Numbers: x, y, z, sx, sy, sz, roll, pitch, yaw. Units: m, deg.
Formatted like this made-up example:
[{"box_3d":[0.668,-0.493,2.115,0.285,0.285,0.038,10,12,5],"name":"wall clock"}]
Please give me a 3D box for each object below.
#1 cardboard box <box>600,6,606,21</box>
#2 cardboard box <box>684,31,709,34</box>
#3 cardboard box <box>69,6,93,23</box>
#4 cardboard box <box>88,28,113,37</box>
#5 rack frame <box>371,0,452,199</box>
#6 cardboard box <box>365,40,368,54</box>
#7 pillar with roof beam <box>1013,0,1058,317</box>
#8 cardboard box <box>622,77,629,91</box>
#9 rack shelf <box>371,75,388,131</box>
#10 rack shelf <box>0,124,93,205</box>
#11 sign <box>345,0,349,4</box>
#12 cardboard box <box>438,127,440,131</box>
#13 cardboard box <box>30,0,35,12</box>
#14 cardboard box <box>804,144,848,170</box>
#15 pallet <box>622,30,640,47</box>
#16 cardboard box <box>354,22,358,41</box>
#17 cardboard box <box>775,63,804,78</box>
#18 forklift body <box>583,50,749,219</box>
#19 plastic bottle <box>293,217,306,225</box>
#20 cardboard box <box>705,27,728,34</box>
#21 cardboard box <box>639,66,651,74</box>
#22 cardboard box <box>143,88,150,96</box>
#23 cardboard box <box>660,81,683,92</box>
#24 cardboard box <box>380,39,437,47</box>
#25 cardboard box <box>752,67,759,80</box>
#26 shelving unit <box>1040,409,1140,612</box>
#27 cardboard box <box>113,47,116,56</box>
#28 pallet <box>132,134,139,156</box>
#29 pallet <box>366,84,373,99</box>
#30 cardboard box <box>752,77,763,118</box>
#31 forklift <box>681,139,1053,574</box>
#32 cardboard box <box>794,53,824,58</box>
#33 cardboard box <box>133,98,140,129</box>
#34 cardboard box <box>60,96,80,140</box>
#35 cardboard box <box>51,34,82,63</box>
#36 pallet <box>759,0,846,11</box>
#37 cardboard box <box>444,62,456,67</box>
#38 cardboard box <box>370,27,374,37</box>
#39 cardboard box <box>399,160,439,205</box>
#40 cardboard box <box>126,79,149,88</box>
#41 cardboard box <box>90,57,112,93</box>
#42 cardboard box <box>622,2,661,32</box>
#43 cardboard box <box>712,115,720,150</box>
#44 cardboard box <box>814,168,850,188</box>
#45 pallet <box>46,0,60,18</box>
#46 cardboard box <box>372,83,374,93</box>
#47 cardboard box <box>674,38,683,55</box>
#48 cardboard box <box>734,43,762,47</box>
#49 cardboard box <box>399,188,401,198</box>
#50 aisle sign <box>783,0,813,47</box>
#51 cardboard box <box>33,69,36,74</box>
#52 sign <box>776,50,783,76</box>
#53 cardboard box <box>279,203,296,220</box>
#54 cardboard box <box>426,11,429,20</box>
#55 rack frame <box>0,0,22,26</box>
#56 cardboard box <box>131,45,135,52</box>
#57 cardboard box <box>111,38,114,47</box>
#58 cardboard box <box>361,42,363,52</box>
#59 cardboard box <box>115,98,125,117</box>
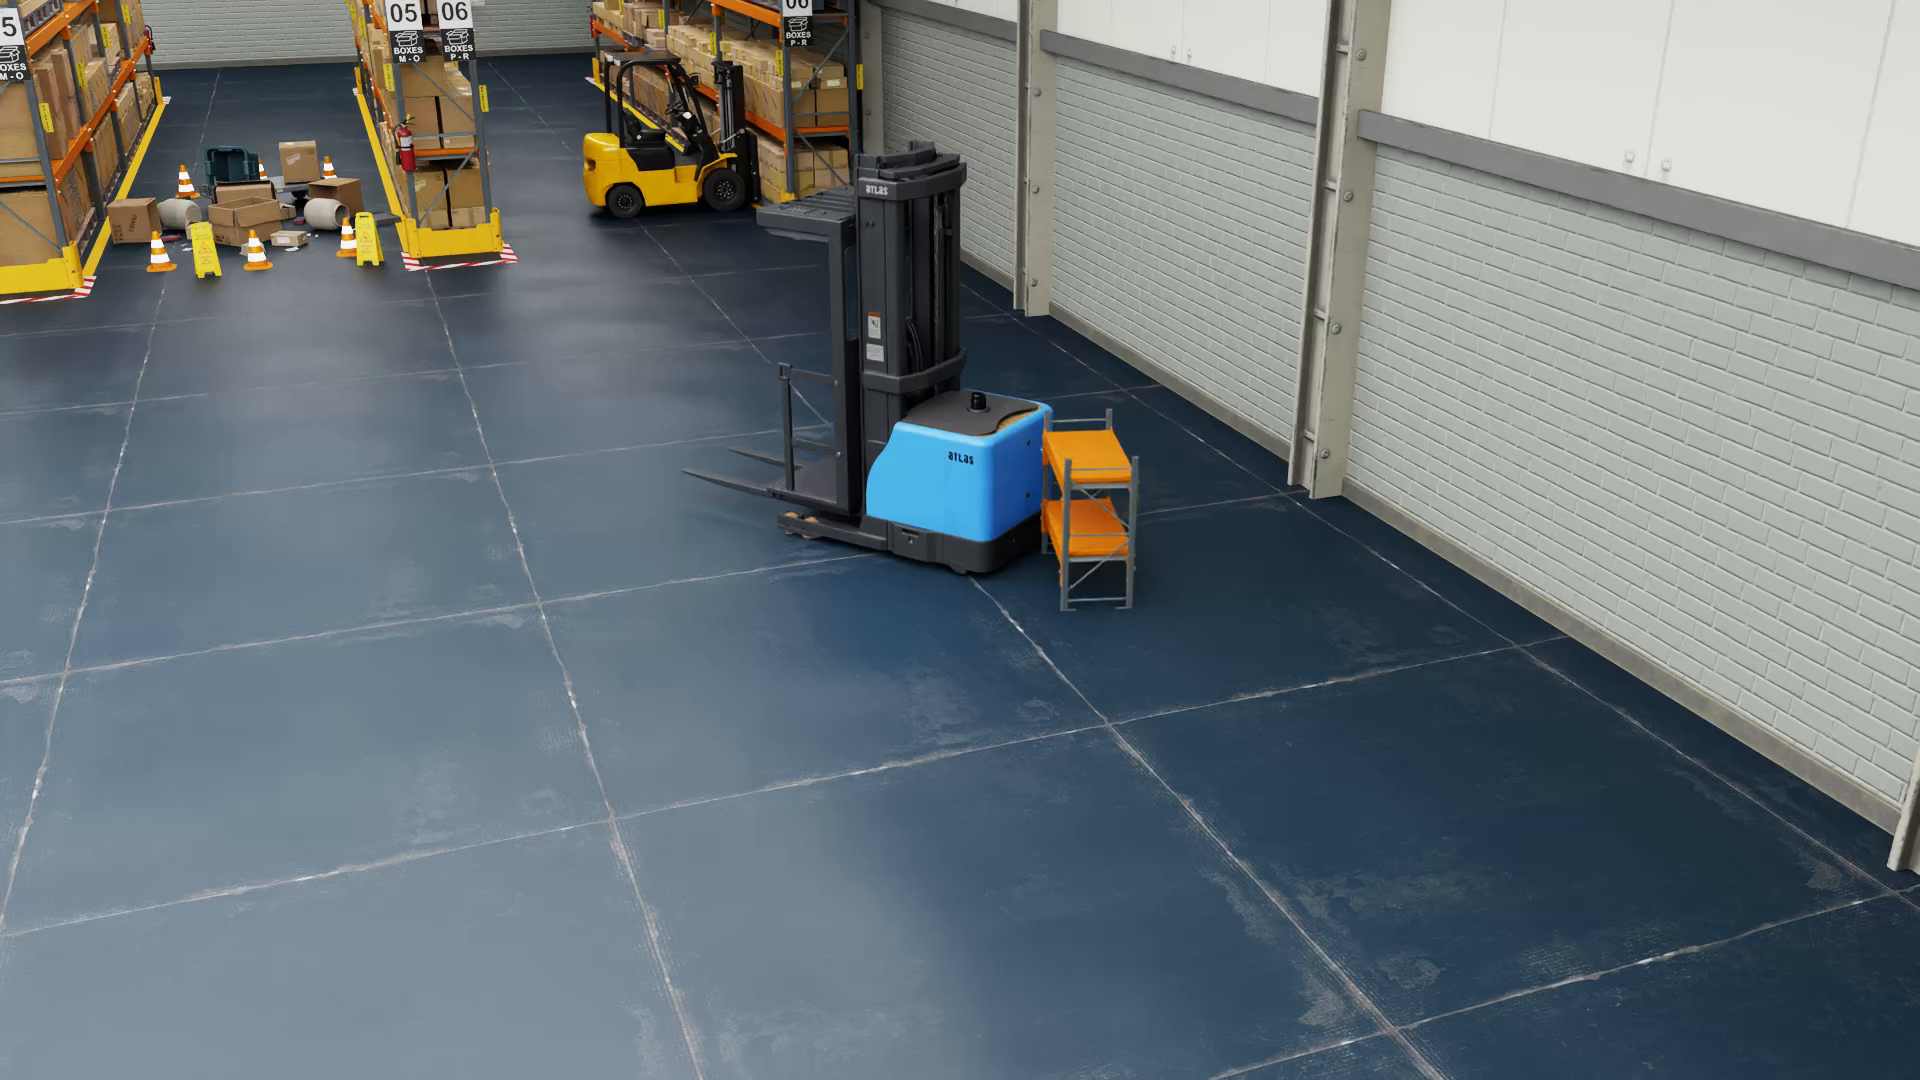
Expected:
[{"box_3d":[-7.276,-11.104,35.043,0.500,0.250,0.500,-9,24,-20],"name":"cardboard box"},{"box_3d":[-4.451,-8.520,28.137,0.380,0.149,0.250,-8,24,-18],"name":"cardboard box"},{"box_3d":[-15.789,-9.531,29.701,0.500,0.500,0.500,-9,25,-21],"name":"cardboard box"},{"box_3d":[-14.767,-8.699,28.543,0.380,0.149,0.250,-8,24,-19],"name":"cardboard box"},{"box_3d":[-7.948,-6.562,24.457,1.000,3.000,0.127,-8,24,-19],"name":"rack frame"},{"box_3d":[-9.955,-8.504,28.613,0.500,0.250,0.500,-9,24,-20],"name":"cardboard box"},{"box_3d":[-3.203,-6.161,15.782,9.100,9.000,0.400,-8,24,-19],"name":"pillar with roof beam"},{"box_3d":[-6.730,-9.377,34.115,0.396,0.266,0.258,-7,24,-17],"name":"cardboard box"},{"box_3d":[-8.655,-6.957,26.321,1.077,0.370,4.000,-8,24,-19],"name":"rack shelf"},{"box_3d":[-11.837,-4.788,21.174,1.077,0.370,4.000,-8,24,-19],"name":"rack shelf"},{"box_3d":[-12.709,-11.284,34.443,0.100,0.325,0.005,-8,24,-19],"name":"sign"},{"box_3d":[-6.901,-5.618,22.540,0.380,0.149,0.250,-7,24,-17],"name":"cardboard box"},{"box_3d":[-11.220,-6.343,19.729,0.380,0.149,0.250,-8,24,-19],"name":"cardboard box"},{"box_3d":[-1.886,-5.379,23.362,0.500,0.250,0.500,-9,24,-20],"name":"cardboard box"},{"box_3d":[-5.952,-9.758,32.286,1.003,0.211,1.213,-8,24,-19],"name":"pallet"},{"box_3d":[-11.556,-10.015,32.521,0.500,0.500,0.500,-9,24,-20],"name":"cardboard box"},{"box_3d":[-2.333,-6.460,22.867,0.380,0.149,0.250,-8,24,-19],"name":"cardboard box"},{"box_3d":[-4.269,-5.839,23.834,2.313,2.155,1.214,-8,24,-19],"name":"forklift body"},{"box_3d":[-9.247,-4.482,23.305,0.133,0.061,0.283,-4,23,-10],"name":"plastic bottle"},{"box_3d":[-4.183,-8.770,28.732,0.380,0.149,0.250,-8,24,-19],"name":"cardboard box"},{"box_3d":[-6.084,-9.235,32.641,0.380,0.149,0.250,-9,24,-20],"name":"cardboard box"},{"box_3d":[-15.949,-8.696,32.266,0.380,0.149,0.250,-8,24,-18],"name":"cardboard box"},{"box_3d":[-5.256,-8.278,30.371,0.380,0.149,0.250,-10,25,-22],"name":"cardboard box"},{"box_3d":[-7.414,-6.465,22.427,0.700,0.500,0.500,-9,24,-19],"name":"cardboard box"},{"box_3d":[-2.753,-6.686,23.788,0.380,0.149,0.250,-8,24,-19],"name":"cardboard box"},{"box_3d":[0.906,-0.229,11.845,0.538,1.125,1.048,-2,23,-5],"name":"shelving unit"},{"box_3d":[-14.674,-8.337,28.451,0.380,0.149,0.250,-9,25,-21],"name":"cardboard box"},{"box_3d":[-14.658,-6.741,28.473,1.003,0.211,1.213,-8,24,-19],"name":"pallet"},{"box_3d":[-11.832,-9.357,34.680,1.003,0.211,1.213,-8,24,-19],"name":"pallet"},{"box_3d":[-2.668,-6.356,23.839,0.500,0.500,0.500,-9,24,-20],"name":"cardboard box"},{"box_3d":[-0.813,-1.514,12.569,3.031,2.935,1.130,14,26,29],"name":"forklift"},{"box_3d":[-2.169,-6.911,23.939,0.380,0.149,0.250,-9,24,-20],"name":"cardboard box"},{"box_3d":[-14.872,-7.560,29.503,0.500,0.500,0.500,-9,24,-20],"name":"cardboard box"},{"box_3d":[-12.186,-5.586,21.949,0.875,0.550,0.550,-8,24,-19],"name":"cardboard box"},{"box_3d":[-13.263,-7.087,24.285,0.700,0.500,0.500,-9,24,-20],"name":"cardboard box"},{"box_3d":[-2.118,-7.393,22.680,1.003,0.211,1.213,-8,24,-19],"name":"pallet"},{"box_3d":[-7.559,-6.618,24.078,0.500,0.500,0.500,-9,24,-20],"name":"cardboard box"},{"box_3d":[-9.228,-8.009,26.836,0.500,0.500,0.500,-7,24,-16],"name":"cardboard box"},{"box_3d":[-7.250,-4.825,22.370,0.500,0.500,0.500,-7,24,-17],"name":"cardboard box"},{"box_3d":[-15.934,-8.834,32.212,0.380,0.149,0.250,-7,24,-17],"name":"cardboard box"},{"box_3d":[-13.546,-7.219,25.887,0.500,0.500,0.500,-8,24,-19],"name":"cardboard box"},{"box_3d":[-6.170,-10.184,32.382,0.700,0.500,0.500,-8,24,-18],"name":"cardboard box"},{"box_3d":[-3.501,-6.532,26.902,0.875,0.625,0.625,-7,24,-17],"name":"cardboard box"},{"box_3d":[-1.865,-5.147,23.456,0.500,0.250,0.500,-8,24,-18],"name":"cardboard box"},{"box_3d":[-12.264,-6.889,21.485,1.003,0.211,1.213,-8,24,-19],"name":"pallet"},{"box_3d":[-11.213,-9.050,33.118,0.875,0.438,0.875,-9,25,-21],"name":"cardboard box"},{"box_3d":[-4.615,-8.482,28.562,0.500,0.250,0.500,-8,24,-17],"name":"cardboard box"},{"box_3d":[-3.195,-7.396,25.089,0.380,0.149,0.250,-9,24,-20],"name":"cardboard box"},{"box_3d":[-7.603,-4.852,23.400,0.500,0.250,0.500,-9,24,-20],"name":"cardboard box"},{"box_3d":[-2.144,-6.925,21.971,0.394,0.787,0.004,-8,24,-19],"name":"aisle sign"},{"box_3d":[-11.506,-5.287,19.848,0.875,0.550,0.550,-8,24,-19],"name":"cardboard box"},{"box_3d":[-2.405,-6.364,22.192,0.100,0.325,0.005,-8,24,-19],"name":"sign"},{"box_3d":[-9.668,-4.712,23.587,0.396,0.266,0.258,12,26,27],"name":"cardboard box"},{"box_3d":[-6.697,-6.811,21.509,0.380,0.149,0.250,-8,24,-19],"name":"cardboard box"},{"box_3d":[-11.130,-7.157,18.145,1.000,3.000,0.127,-8,24,-19],"name":"rack frame"},{"box_3d":[-15.586,-9.159,30.941,0.380,0.149,0.250,-8,24,-18],"name":"cardboard box"},{"box_3d":[-14.674,-8.471,28.385,0.380,0.149,0.250,-10,25,-22],"name":"cardboard box"},{"box_3d":[-10.682,-9.016,30.472,0.500,0.250,0.500,-9,24,-20],"name":"cardboard box"},{"box_3d":[-14.153,-7.155,27.576,0.500,0.250,0.500,-9,24,-20],"name":"cardboard box"}]
